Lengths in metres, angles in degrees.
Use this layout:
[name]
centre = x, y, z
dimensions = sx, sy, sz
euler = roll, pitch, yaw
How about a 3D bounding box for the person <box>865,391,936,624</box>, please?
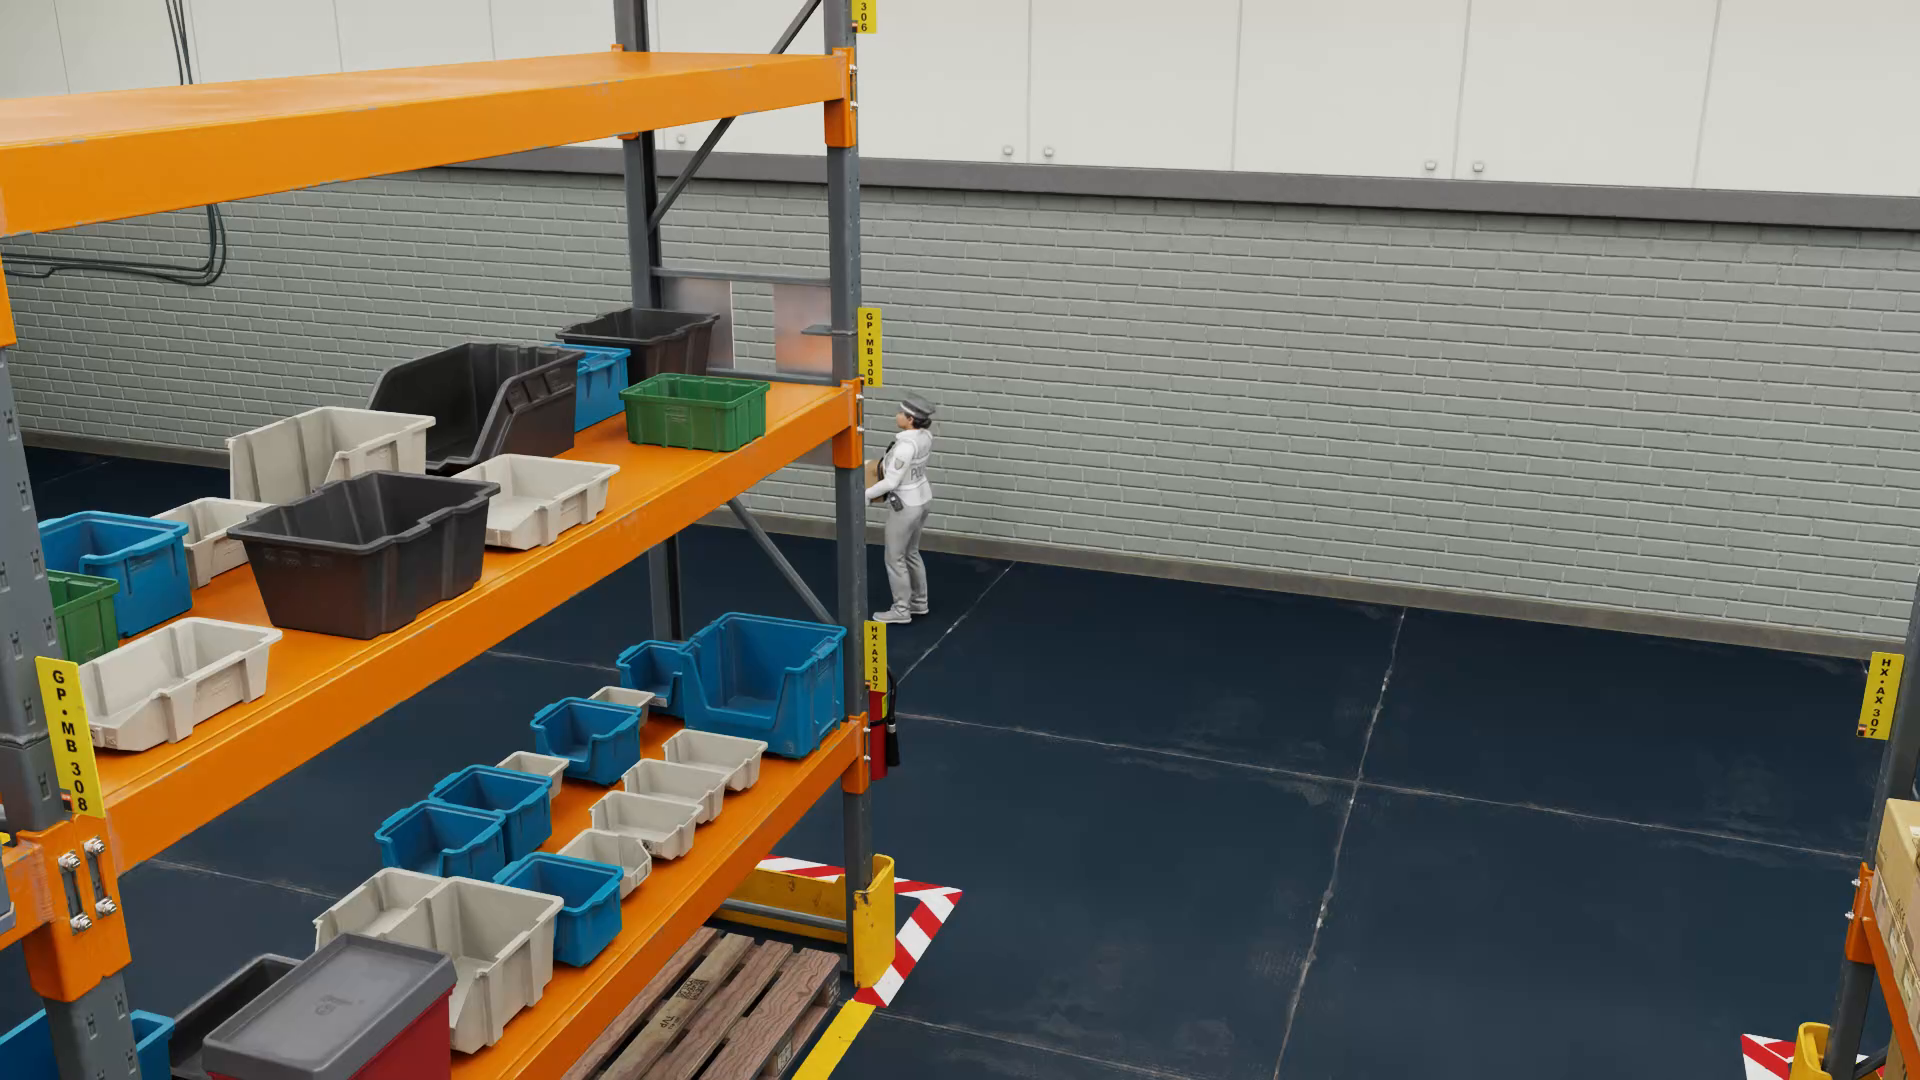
[person]
centre = -0.436, -0.237, 11.721
dimensions = 0.564, 1.686, 0.460
euler = 7, 20, 19
